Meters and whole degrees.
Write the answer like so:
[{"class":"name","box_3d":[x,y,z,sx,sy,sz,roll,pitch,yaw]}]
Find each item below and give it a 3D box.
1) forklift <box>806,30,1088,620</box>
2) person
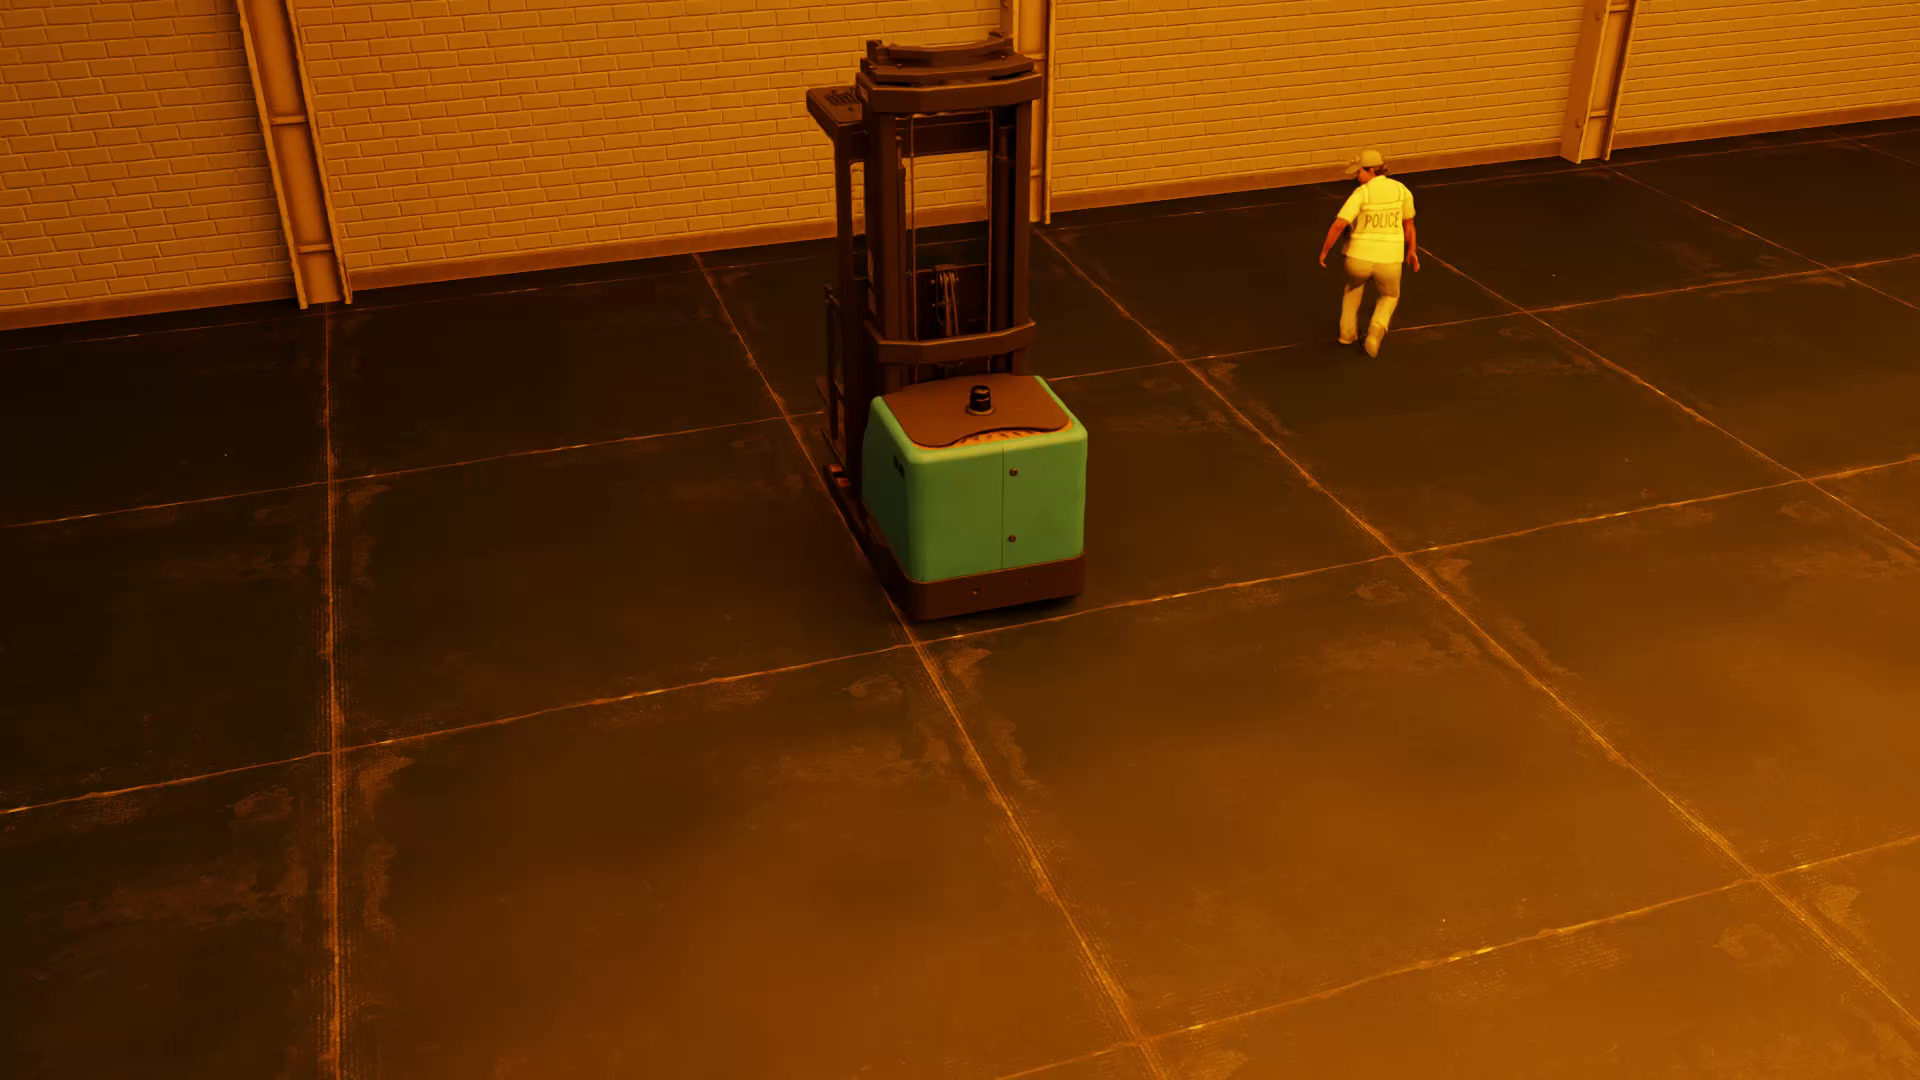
[{"class":"forklift","box_3d":[-0.234,-1.552,9.785,1.130,2.935,3.031,-9,31,-15]},{"class":"person","box_3d":[3.041,-2.107,12.256,0.757,1.456,0.621,3,30,5]}]
